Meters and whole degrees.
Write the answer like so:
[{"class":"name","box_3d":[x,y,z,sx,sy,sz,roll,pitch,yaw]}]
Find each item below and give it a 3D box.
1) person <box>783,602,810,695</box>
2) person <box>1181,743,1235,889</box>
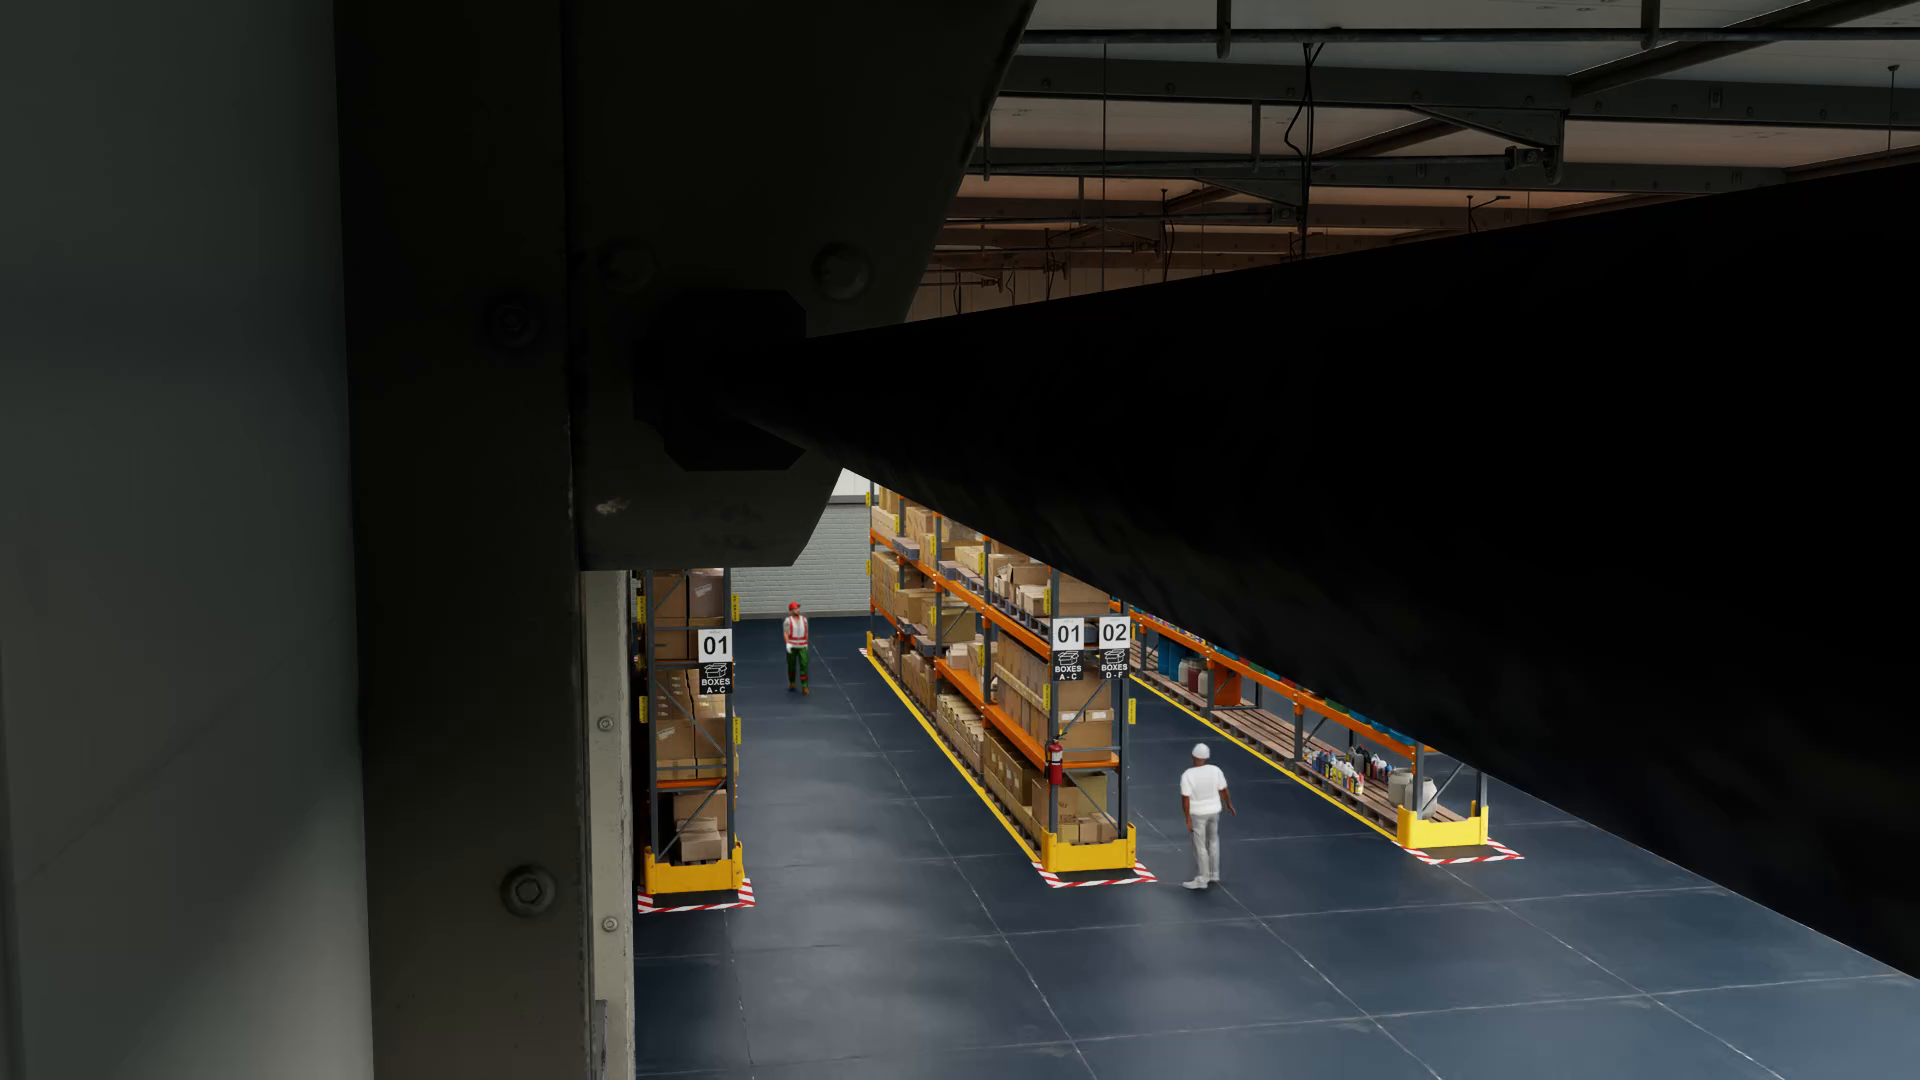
[{"class":"person","box_3d":[-3.163,2.081,32.267,0.525,1.734,0.975,-1,6,-14]},{"class":"person","box_3d":[3.009,3.329,20.282,0.772,1.772,0.470,-2,6,-22]}]
